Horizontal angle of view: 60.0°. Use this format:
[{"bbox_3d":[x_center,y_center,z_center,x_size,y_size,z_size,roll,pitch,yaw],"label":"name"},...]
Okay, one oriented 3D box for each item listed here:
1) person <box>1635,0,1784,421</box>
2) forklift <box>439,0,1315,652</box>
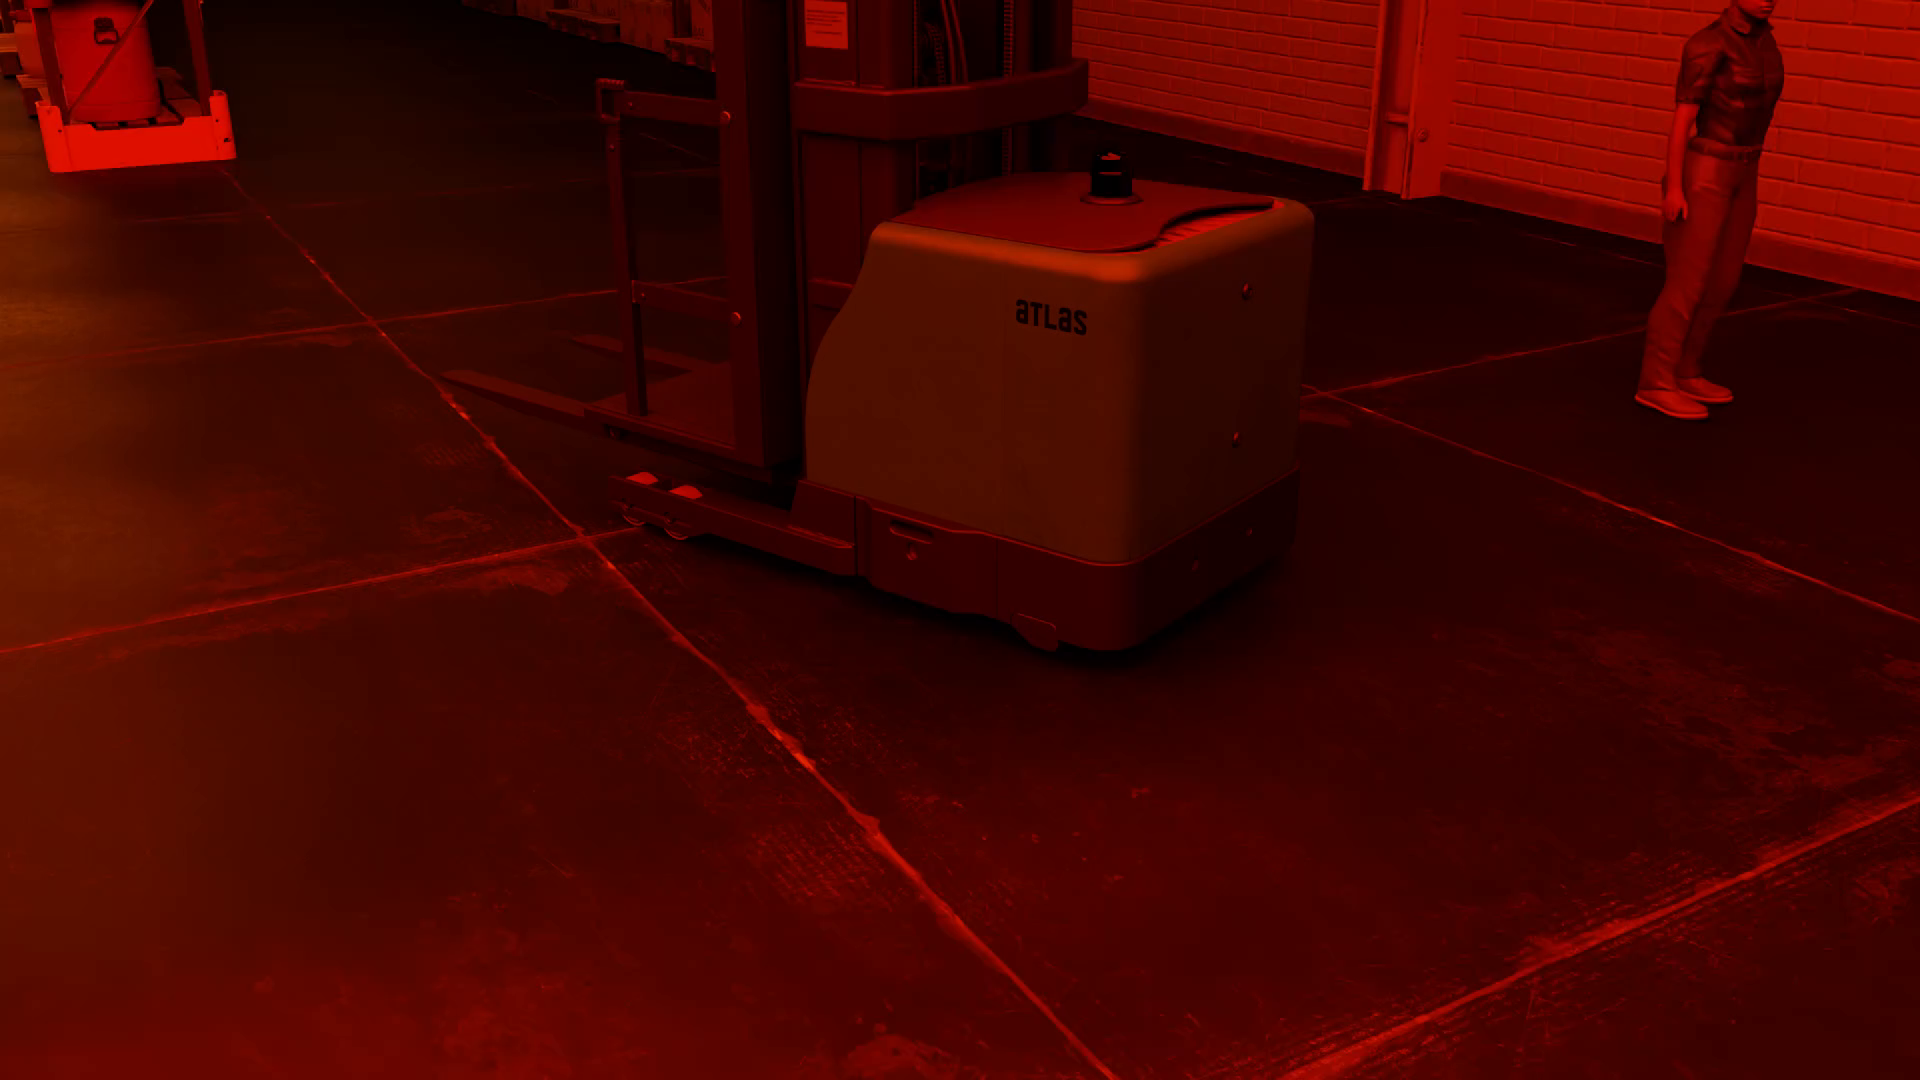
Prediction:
[{"bbox_3d":[2.798,-1.294,6.108,0.527,1.661,0.348,-16,27,-34],"label":"person"},{"bbox_3d":[-0.481,-1.497,4.922,3.031,2.935,1.130,16,27,34],"label":"forklift"}]
